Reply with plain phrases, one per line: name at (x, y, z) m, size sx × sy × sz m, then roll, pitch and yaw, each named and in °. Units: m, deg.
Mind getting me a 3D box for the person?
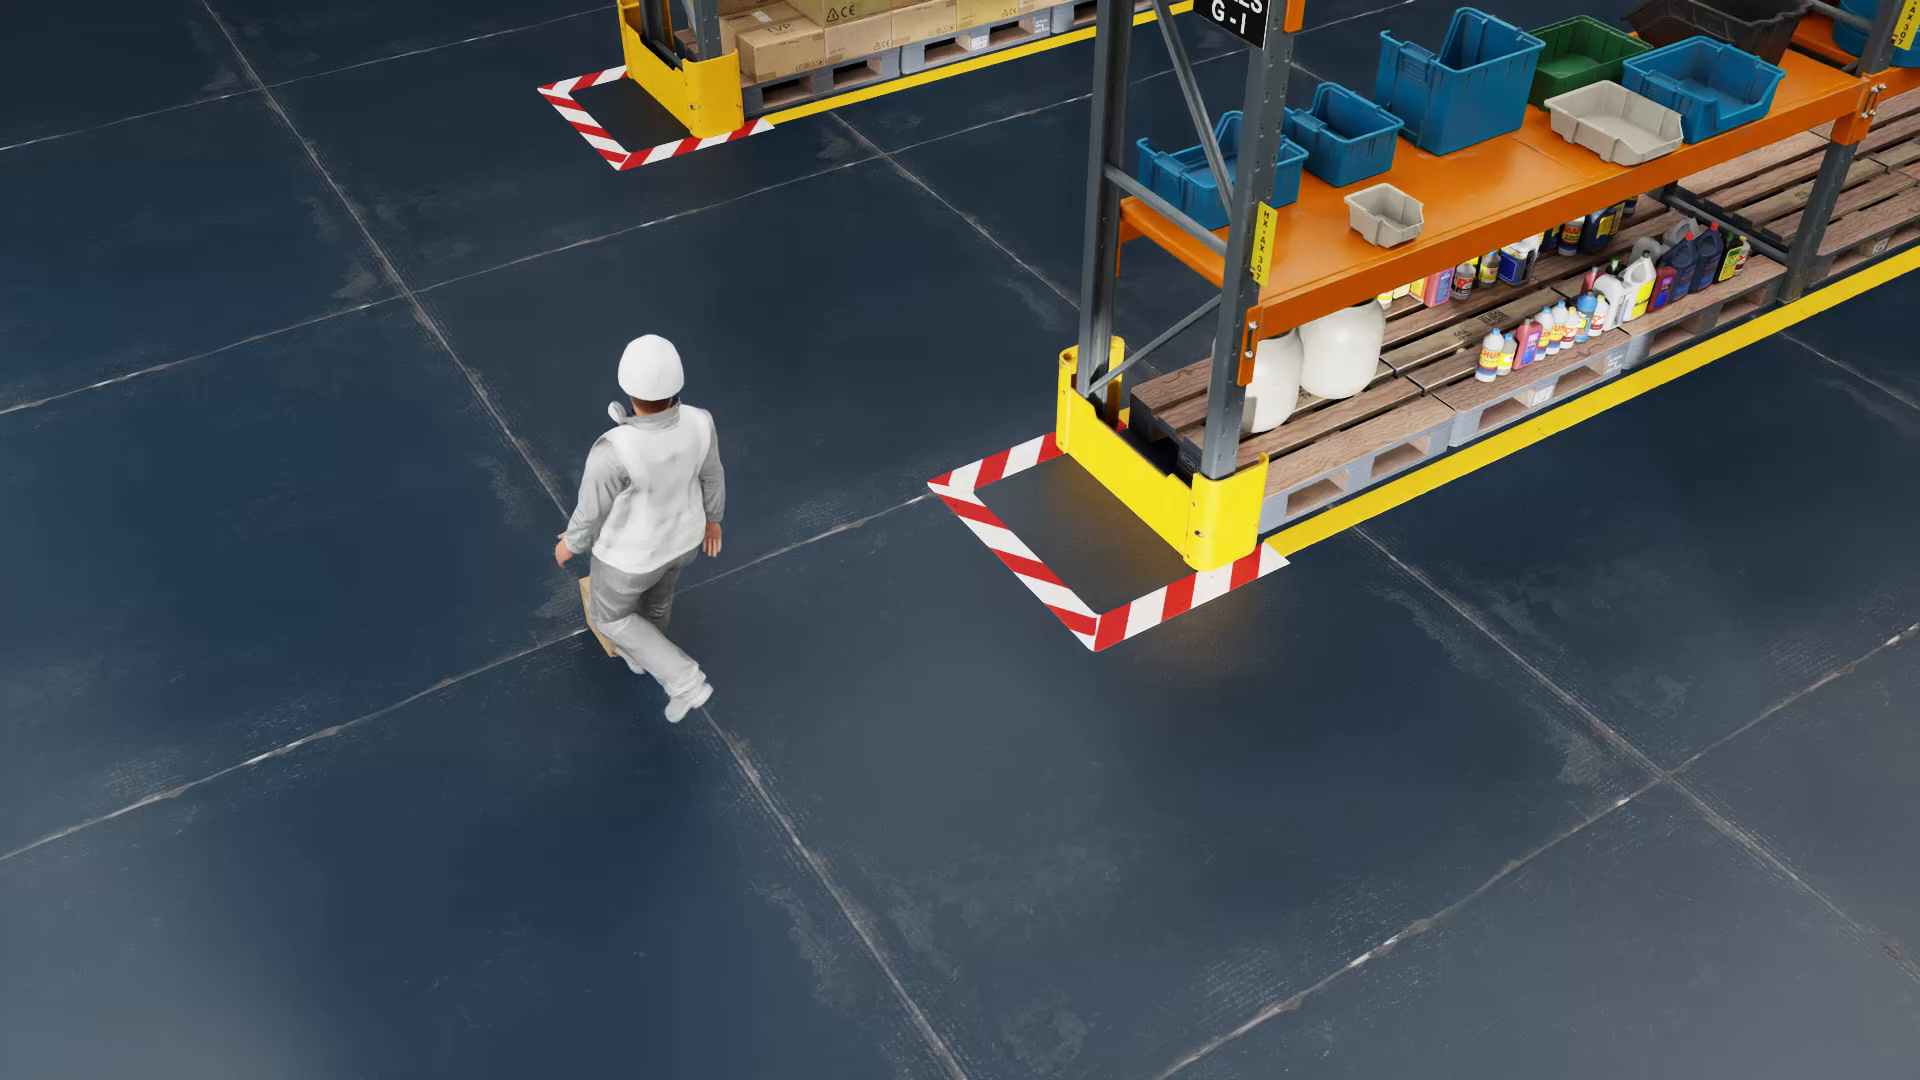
person at (-1.215, -0.055, 6.222) m, size 0.604 × 1.739 × 0.809 m, roll -32°, pitch 50°, yaw -32°
